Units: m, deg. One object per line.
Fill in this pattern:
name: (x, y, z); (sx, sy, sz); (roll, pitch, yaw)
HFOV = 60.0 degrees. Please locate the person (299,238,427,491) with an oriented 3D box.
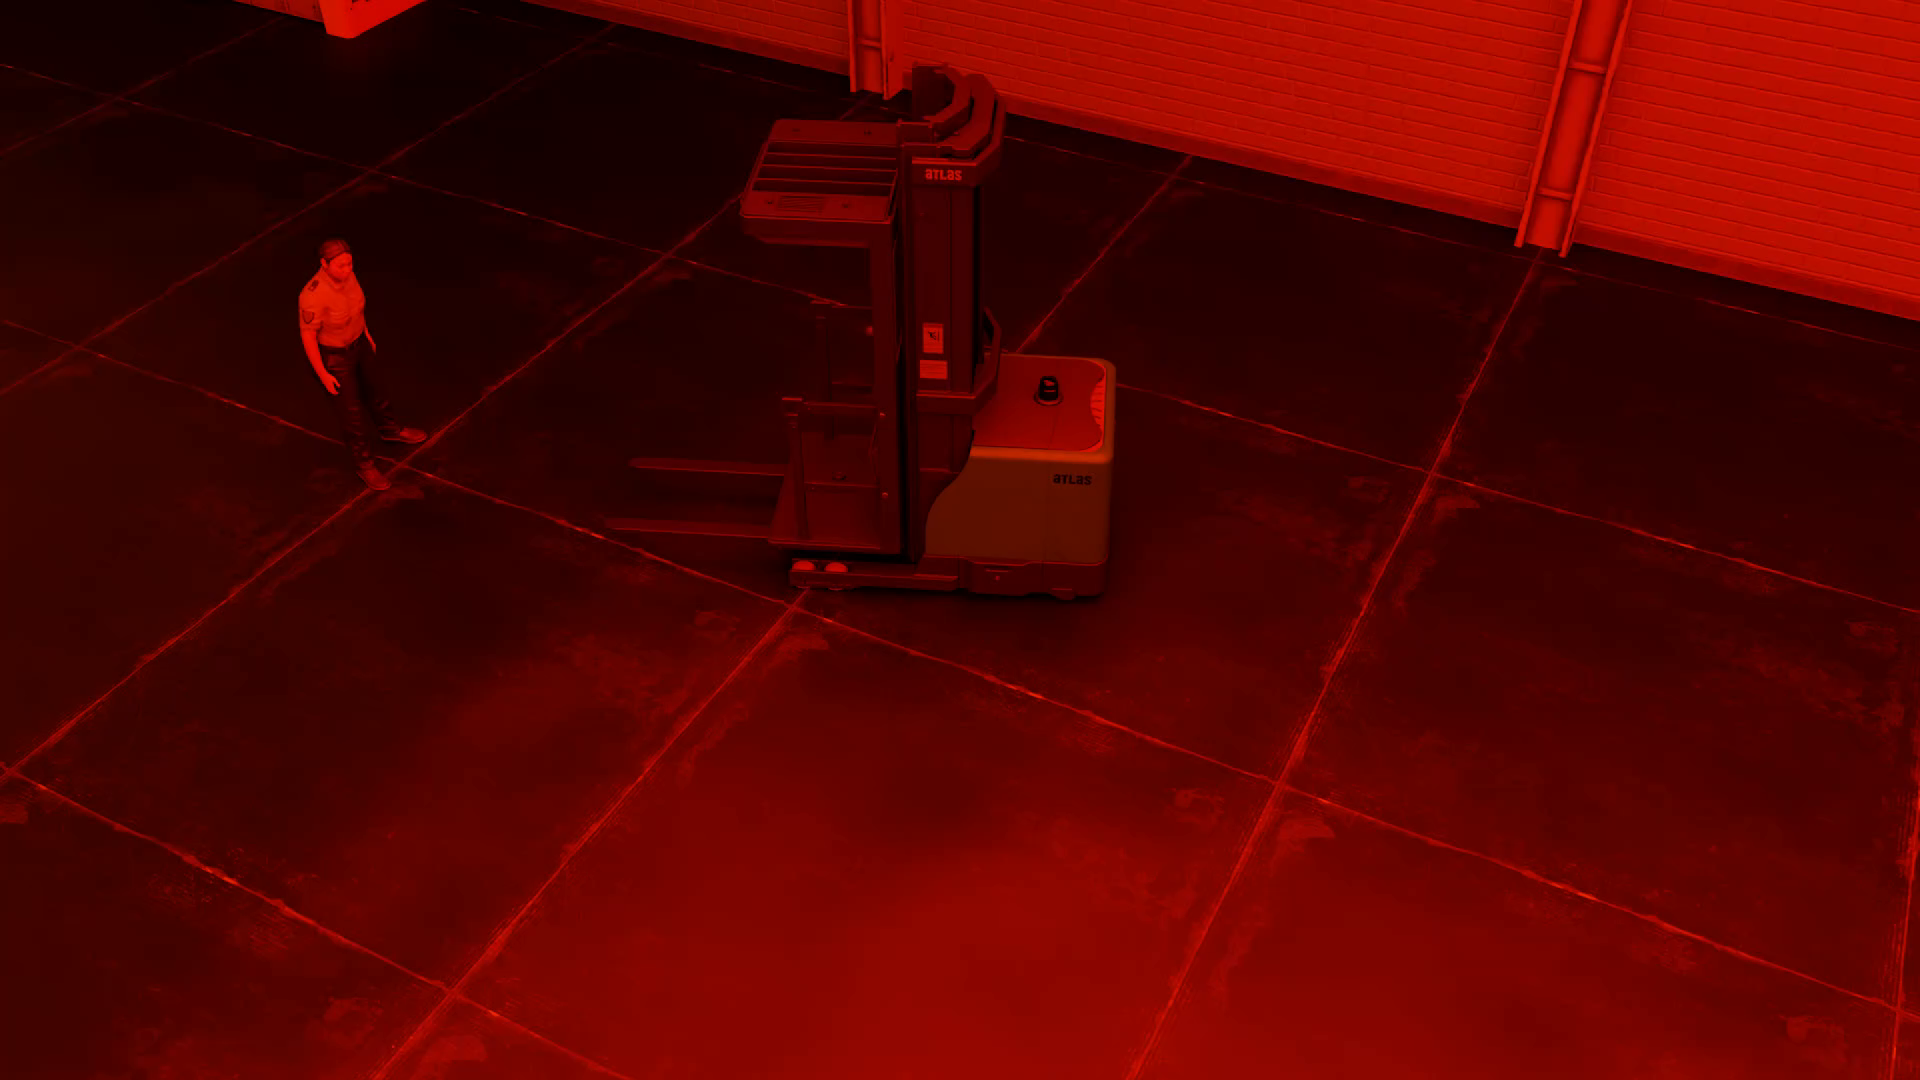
person: (-3.787, -1.151, 10.362); (0.431, 1.643, 0.657); (11, 41, 12)

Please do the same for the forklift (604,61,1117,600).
forklift: (-0.606, -1.157, 9.360); (3.031, 2.935, 1.130); (3, 40, 4)
